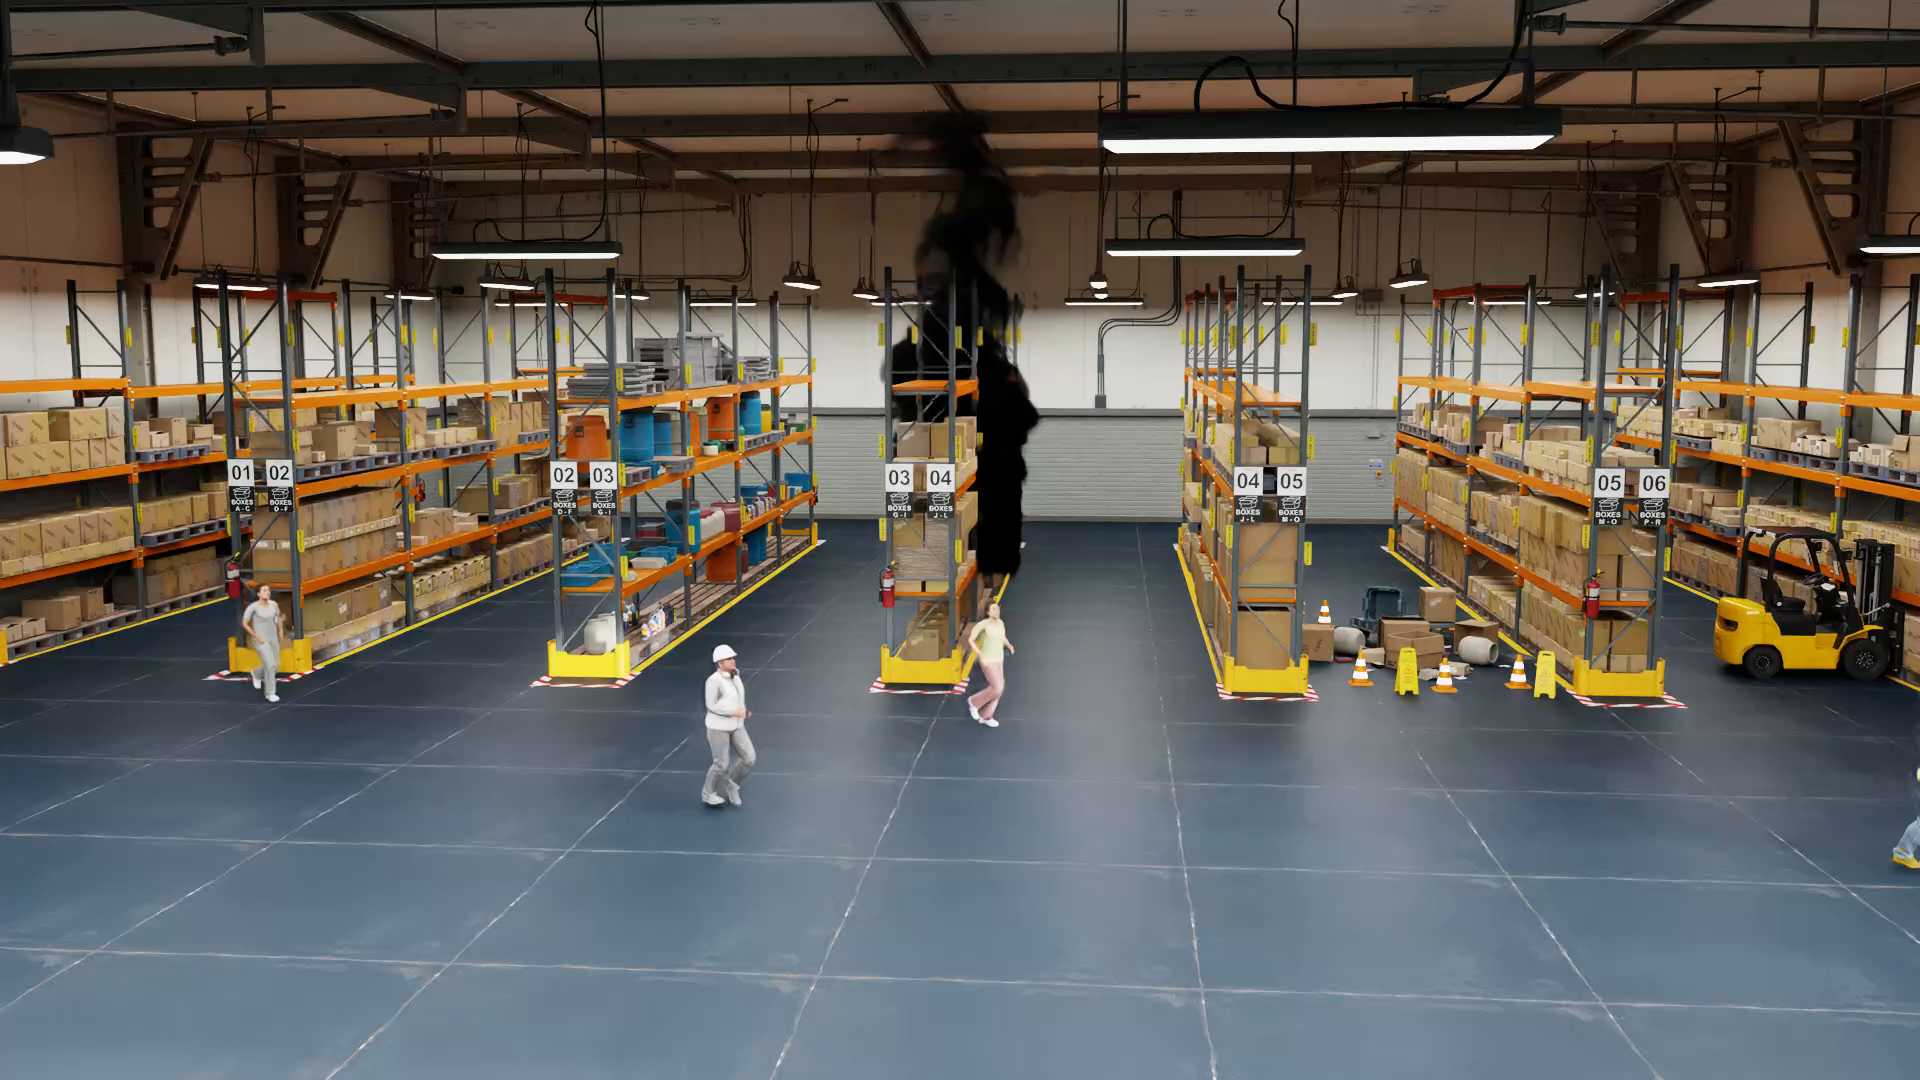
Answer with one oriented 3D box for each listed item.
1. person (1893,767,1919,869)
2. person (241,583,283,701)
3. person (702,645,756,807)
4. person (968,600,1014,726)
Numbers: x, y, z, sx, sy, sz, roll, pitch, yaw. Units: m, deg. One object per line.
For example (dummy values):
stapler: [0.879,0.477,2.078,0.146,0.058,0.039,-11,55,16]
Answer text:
person: [9.095,2.276,15.407,0.671,1.806,0.738,-6,9,-38]
person: [-9.706,1.398,23.129,0.686,1.640,0.593,4,8,32]
person: [-2.447,1.999,17.688,0.692,1.793,0.685,4,8,30]
person: [0.422,1.588,21.544,0.562,1.637,0.569,7,10,44]
